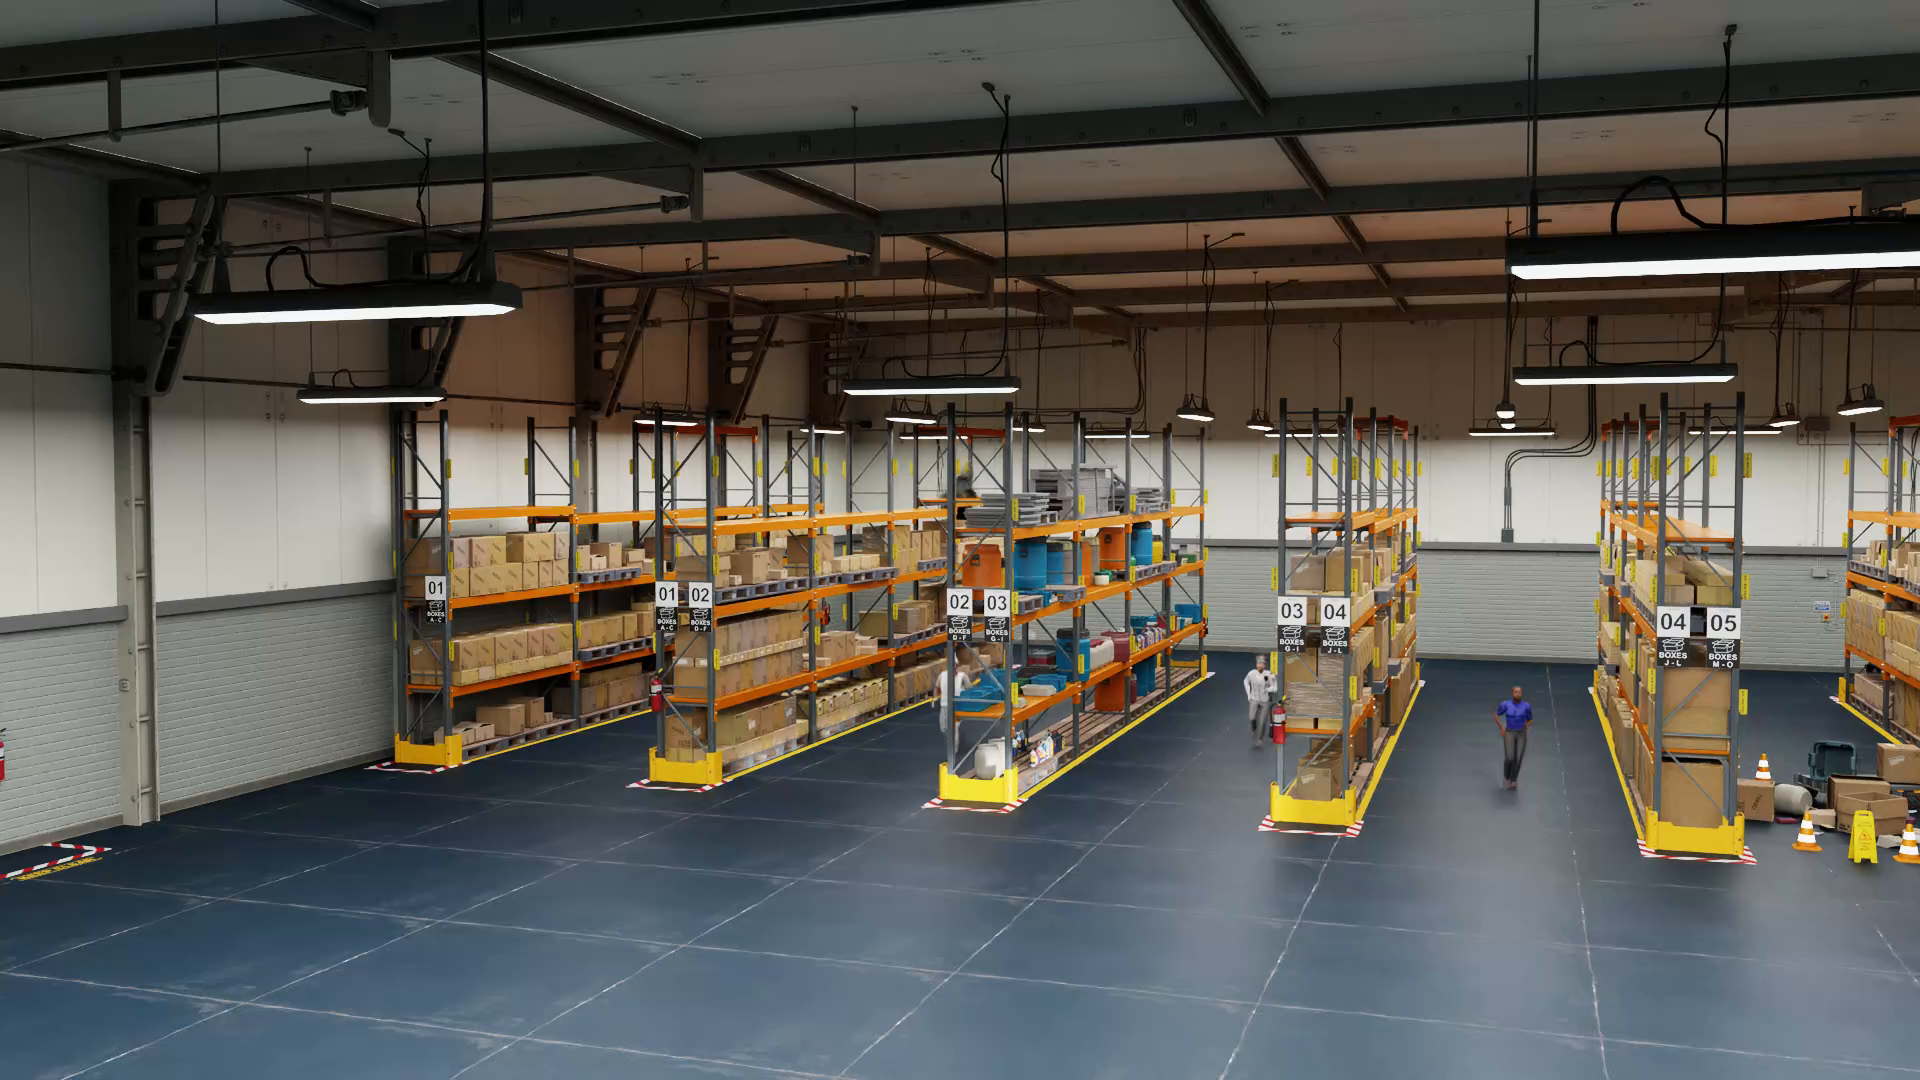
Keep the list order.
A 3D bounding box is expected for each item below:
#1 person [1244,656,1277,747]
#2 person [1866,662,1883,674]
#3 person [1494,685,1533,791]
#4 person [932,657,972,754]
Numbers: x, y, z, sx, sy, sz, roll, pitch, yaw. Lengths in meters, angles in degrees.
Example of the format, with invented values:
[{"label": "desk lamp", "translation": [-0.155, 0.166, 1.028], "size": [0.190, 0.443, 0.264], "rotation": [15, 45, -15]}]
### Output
[{"label": "person", "translation": [5.369, 2.881, 29.733], "size": [0.606, 1.652, 0.647], "rotation": [1, 3, 15]}, {"label": "person", "translation": [20.157, 2.630, 36.599], "size": [0.604, 1.562, 0.834], "rotation": [-2, 3, -42]}, {"label": "person", "translation": [8.613, 3.078, 25.812], "size": [0.549, 1.645, 0.655], "rotation": [0, 2, 7]}, {"label": "person", "translation": [-0.127, 2.901, 29.031], "size": [0.699, 1.744, 0.596], "rotation": [1, 3, 15]}]
